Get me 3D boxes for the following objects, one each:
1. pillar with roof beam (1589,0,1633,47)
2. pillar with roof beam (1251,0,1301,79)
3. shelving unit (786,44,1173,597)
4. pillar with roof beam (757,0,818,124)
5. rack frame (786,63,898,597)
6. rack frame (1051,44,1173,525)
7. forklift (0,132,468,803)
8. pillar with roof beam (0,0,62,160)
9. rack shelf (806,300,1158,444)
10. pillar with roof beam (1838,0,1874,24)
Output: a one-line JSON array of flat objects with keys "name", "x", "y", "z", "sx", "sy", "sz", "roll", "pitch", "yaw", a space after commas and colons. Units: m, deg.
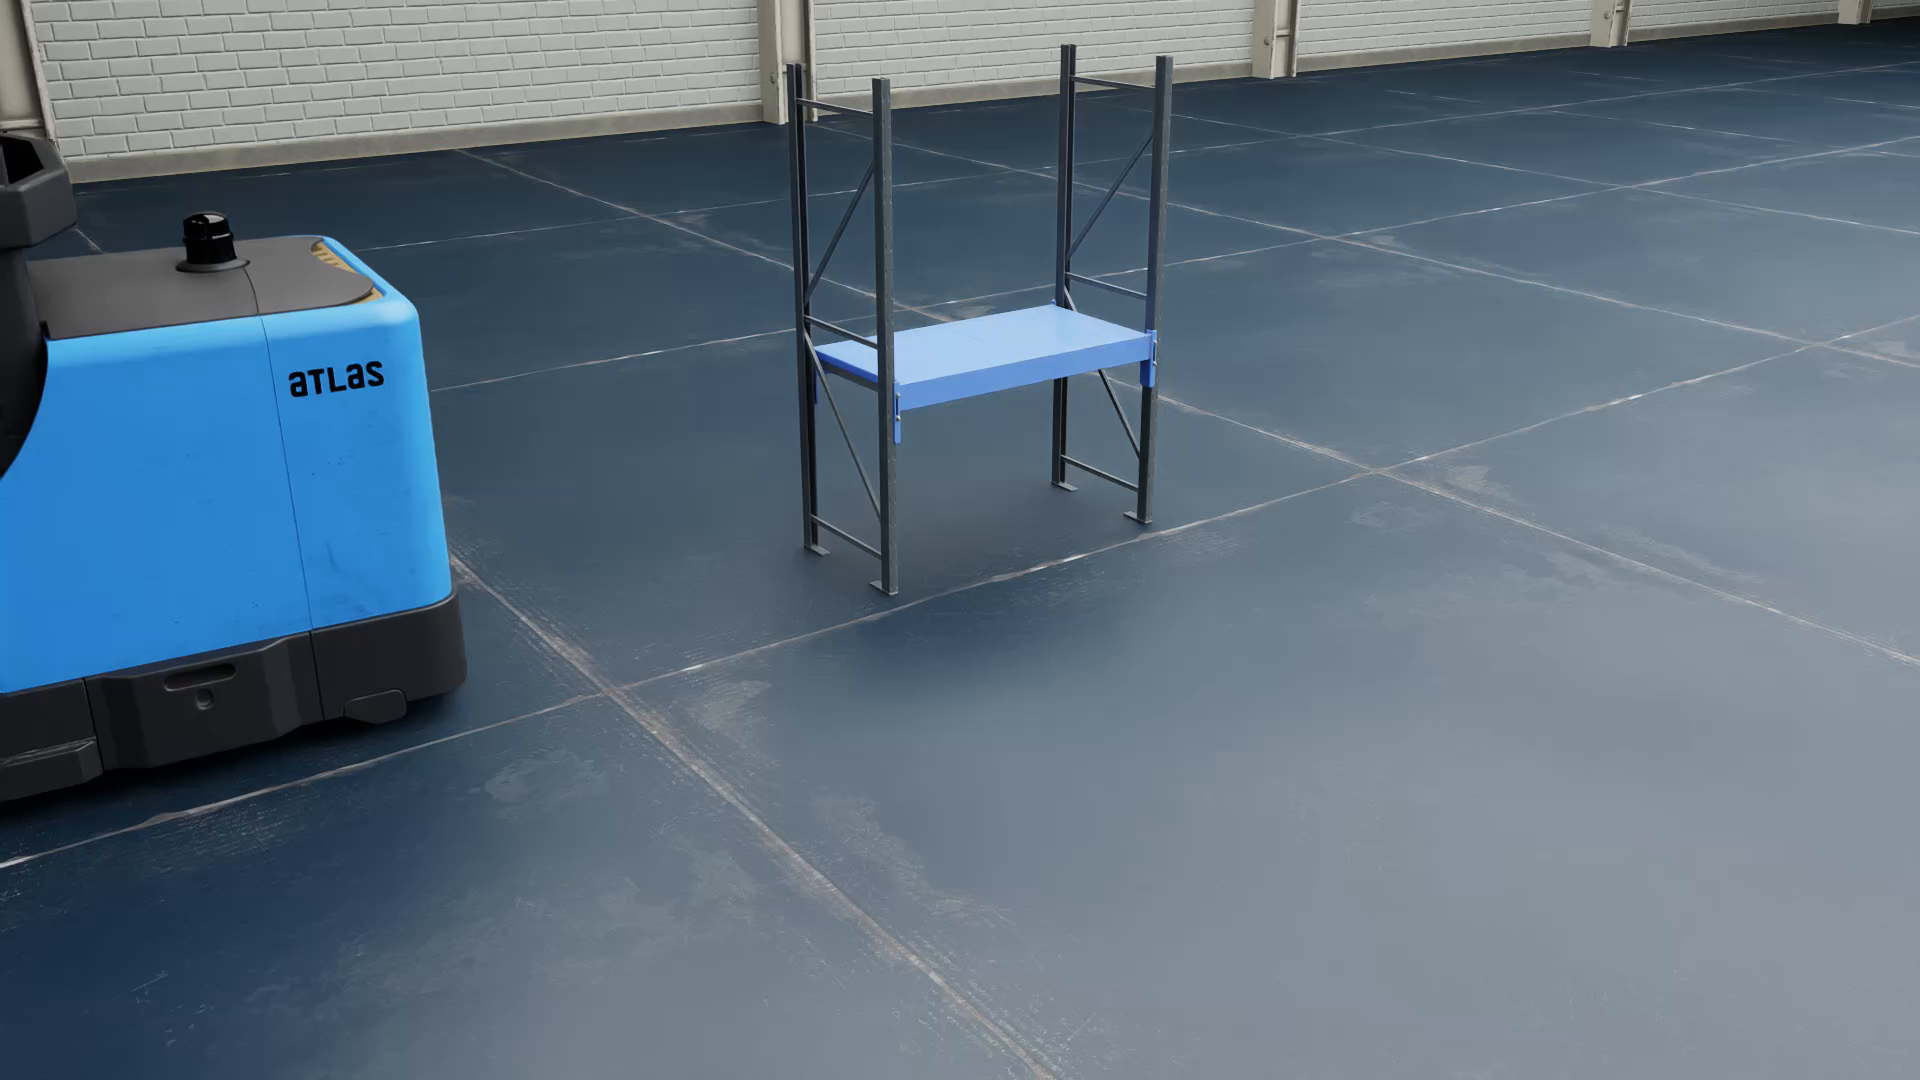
[{"name": "pillar with roof beam", "x": 10.756, "y": -9.181, "z": 16.263, "sx": 0.400, "sy": 9.000, "sz": 9.100, "roll": -15, "pitch": 26, "yaw": -33}, {"name": "pillar with roof beam", "x": 5.886, "y": -7.882, "z": 13.008, "sx": 0.400, "sy": 9.000, "sz": 9.100, "roll": -15, "pitch": 26, "yaw": -33}, {"name": "shelving unit", "x": 0.069, "y": -0.715, "z": 5.165, "sx": 1.048, "sy": 1.500, "sz": 0.538, "roll": -15, "pitch": 26, "yaw": -33}, {"name": "pillar with roof beam", "x": 1.015, "y": -6.584, "z": 9.754, "sx": 0.400, "sy": 9.000, "sz": 9.100, "roll": -15, "pitch": 26, "yaw": -33}, {"name": "rack frame", "x": -0.343, "y": -0.605, "z": 4.889, "sx": 0.032, "sy": 1.500, "sz": 0.500, "roll": -15, "pitch": 26, "yaw": -33}, {"name": "rack frame", "x": 0.482, "y": -0.825, "z": 5.440, "sx": 0.032, "sy": 1.500, "sz": 0.500, "roll": -15, "pitch": 26, "yaw": -33}, {"name": "forklift", "x": -2.807, "y": -0.801, "z": 3.448, "sx": 3.031, "sy": 2.935, "sz": 1.130, "roll": -12, "pitch": 25, "yaw": -28}, {"name": "pillar with roof beam", "x": -3.855, "y": -5.285, "z": 6.499, "sx": 0.400, "sy": 9.000, "sz": 9.100, "roll": -15, "pitch": 26, "yaw": -33}, {"name": "rack shelf", "x": 0.069, "y": -0.548, "z": 5.231, "sx": 1.000, "sy": 0.185, "sz": 0.538, "roll": -15, "pitch": 26, "yaw": -33}, {"name": "pillar with roof beam", "x": 15.627, "y": -10.480, "z": 19.517, "sx": 0.400, "sy": 9.000, "sz": 9.100, "roll": -15, "pitch": 26, "yaw": -33}]
